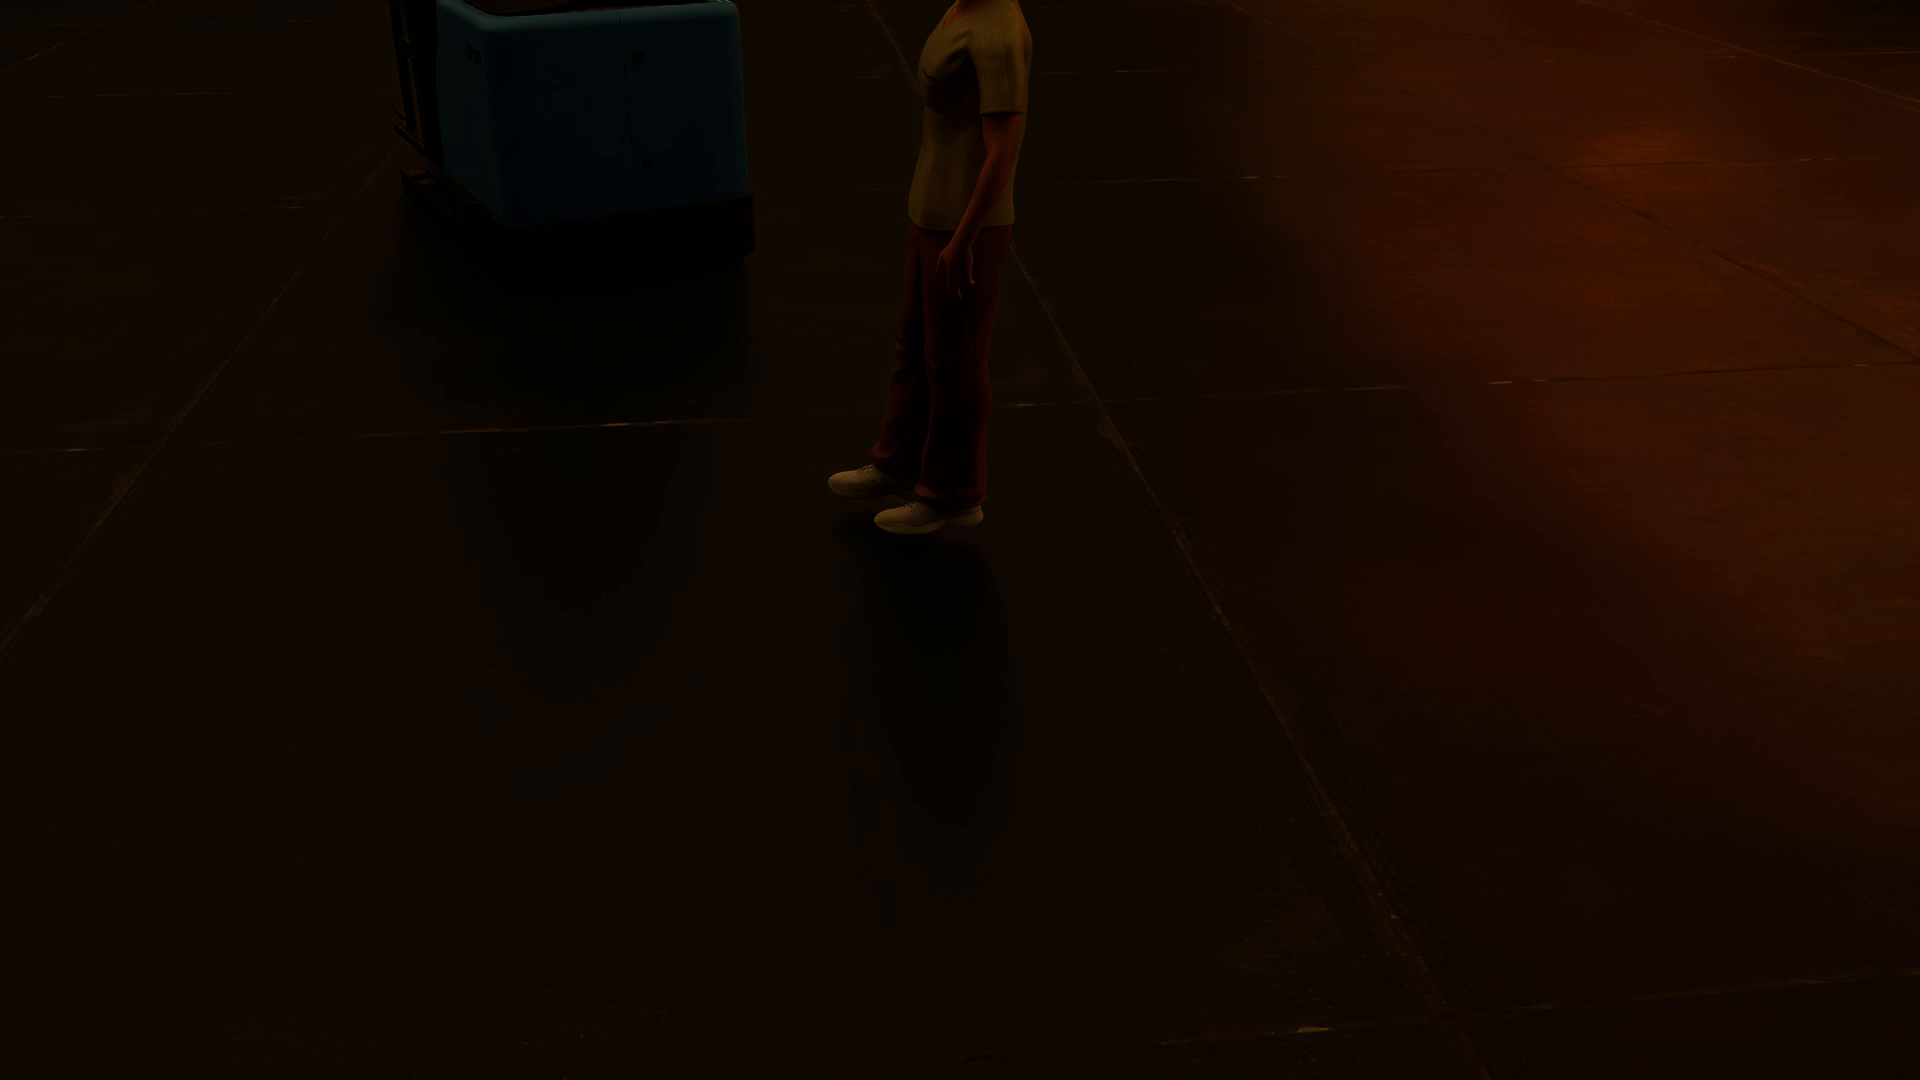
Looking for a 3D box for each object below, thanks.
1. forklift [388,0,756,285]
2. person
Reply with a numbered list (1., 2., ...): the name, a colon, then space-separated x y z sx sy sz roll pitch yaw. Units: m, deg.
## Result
1. forklift: -1.999 -2.920 7.289 1.130 2.935 3.031 -13 29 -25
2. person: -0.075 -0.799 4.223 0.547 1.673 0.553 -3 26 -7
